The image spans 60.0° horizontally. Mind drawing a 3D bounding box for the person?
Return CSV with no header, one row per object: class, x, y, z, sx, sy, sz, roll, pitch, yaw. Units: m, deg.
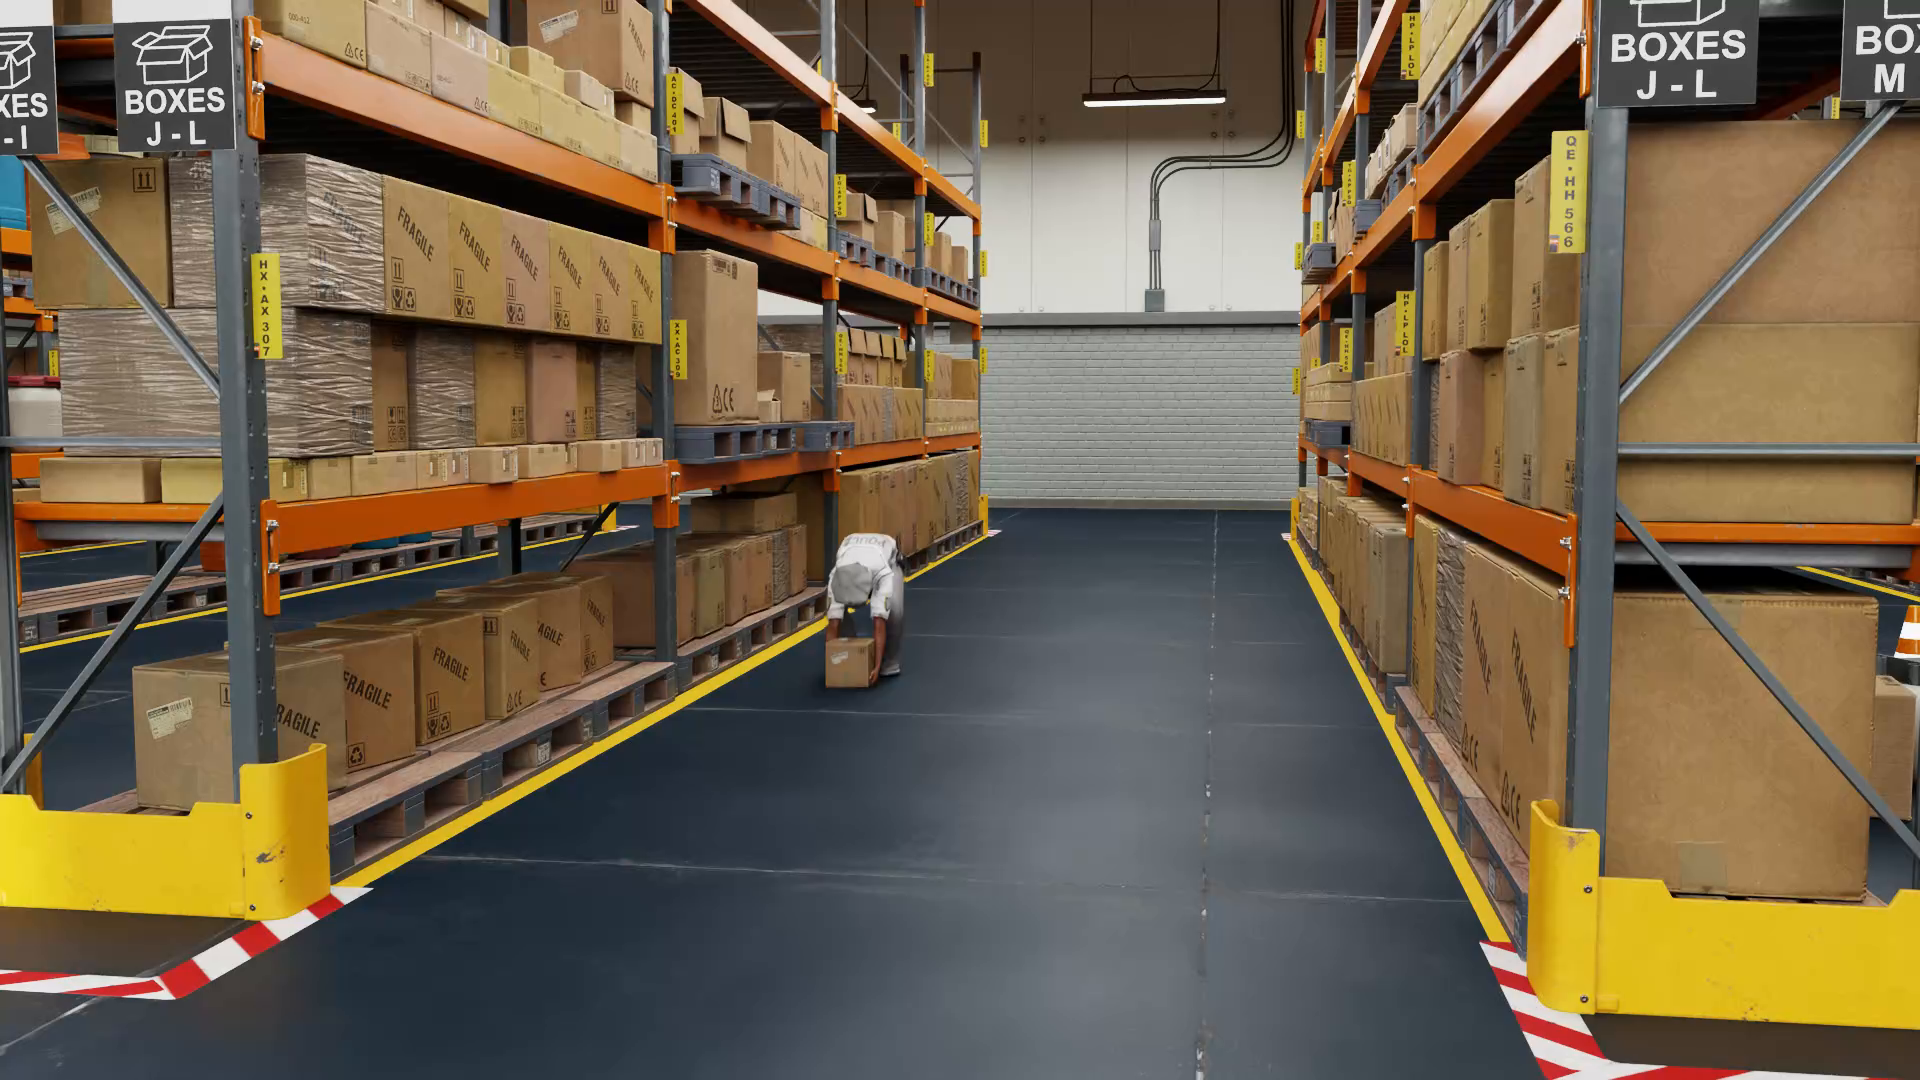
person,-0.546,-0.026,10.062,0.475,1.686,0.395,1,5,8
